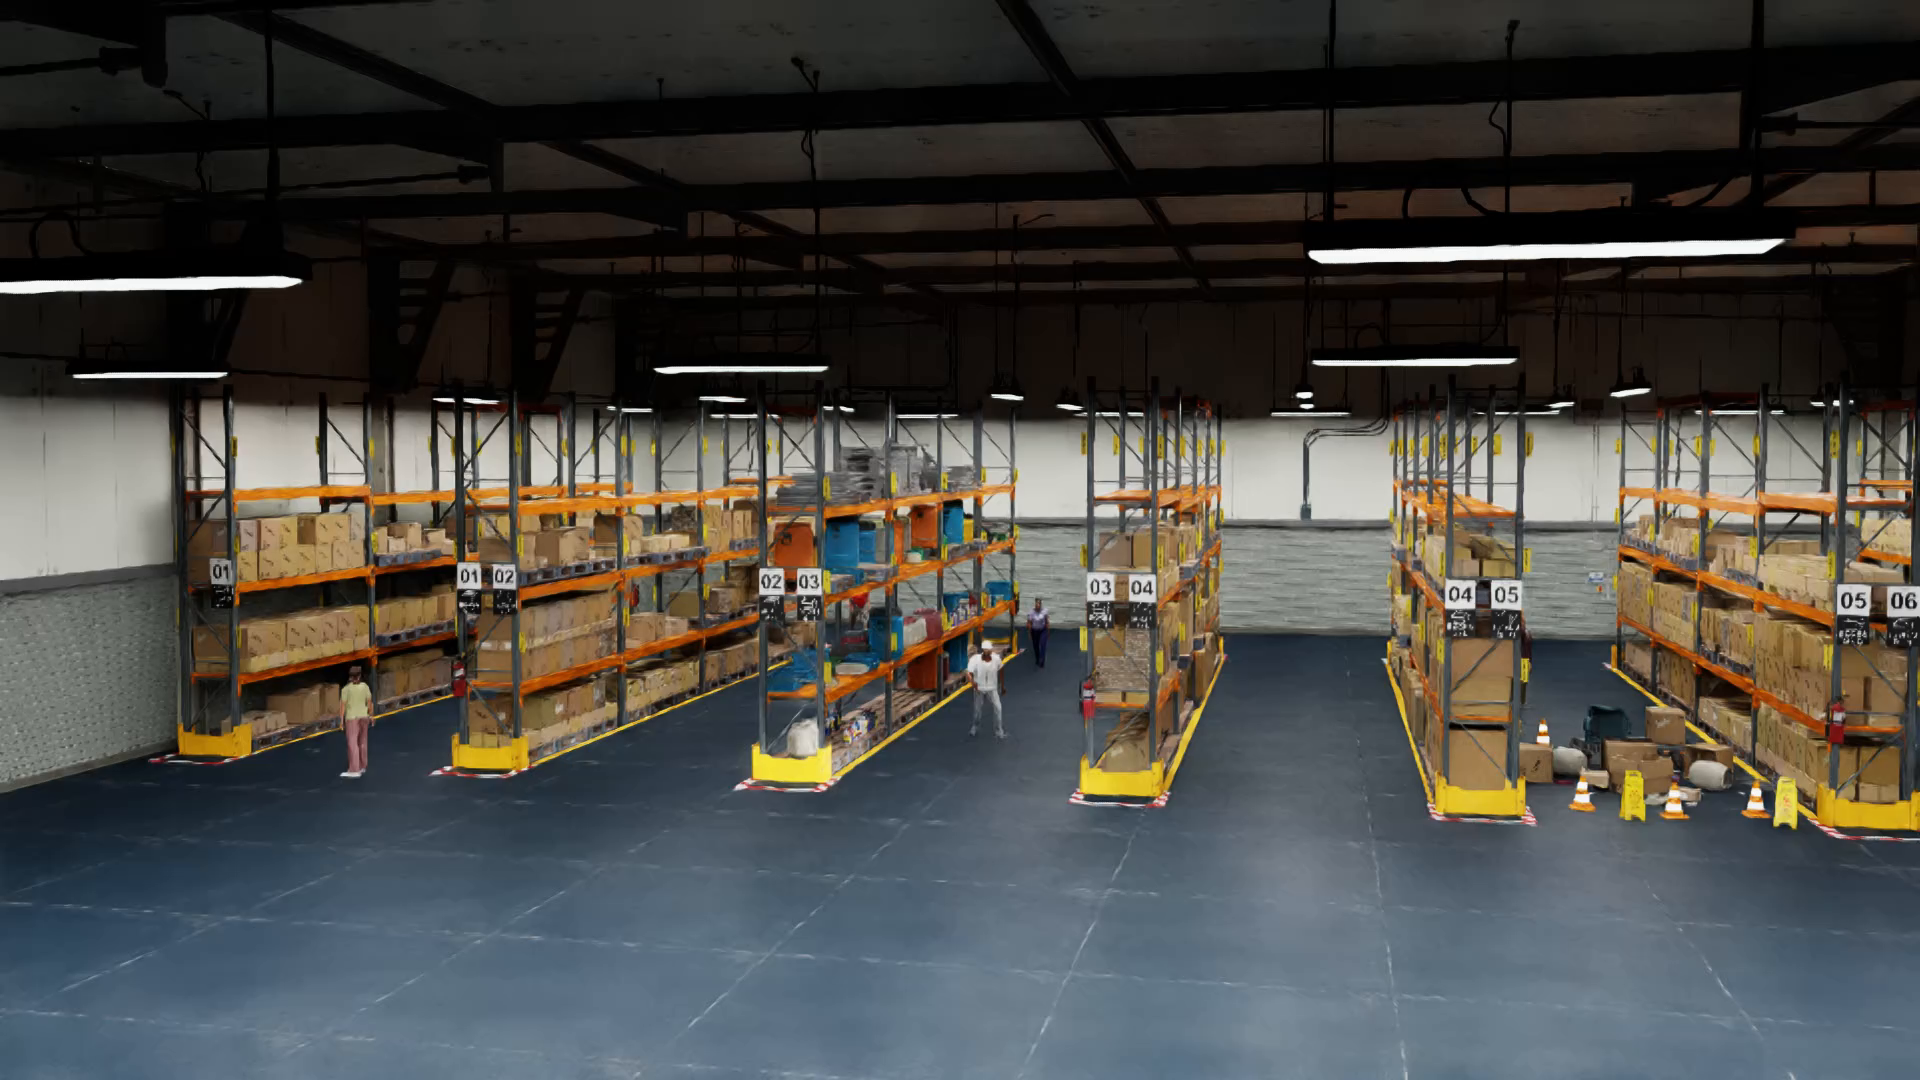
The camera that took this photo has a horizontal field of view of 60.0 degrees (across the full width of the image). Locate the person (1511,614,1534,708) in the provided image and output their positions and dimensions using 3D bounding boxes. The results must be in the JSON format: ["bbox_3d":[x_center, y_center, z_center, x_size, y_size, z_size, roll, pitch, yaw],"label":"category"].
[{"bbox_3d":[10.804,2.308,31.947,0.514,1.785,0.638,-1,3,-19],"label":"person"}]

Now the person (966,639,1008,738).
[{"bbox_3d":[0.443,2.545,28.622,0.710,1.703,0.836,0,3,-4],"label":"person"}]

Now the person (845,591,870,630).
[{"bbox_3d":[-2.608,1.777,42.626,0.691,1.658,0.860,0,3,-5],"label":"person"}]

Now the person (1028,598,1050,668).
[{"bbox_3d":[1.774,2.091,37.794,0.479,1.567,1.090,1,3,14],"label":"person"}]

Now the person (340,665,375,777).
[{"bbox_3d":[-9.207,2.733,25.314,0.565,1.668,0.560,3,4,45],"label":"person"}]
